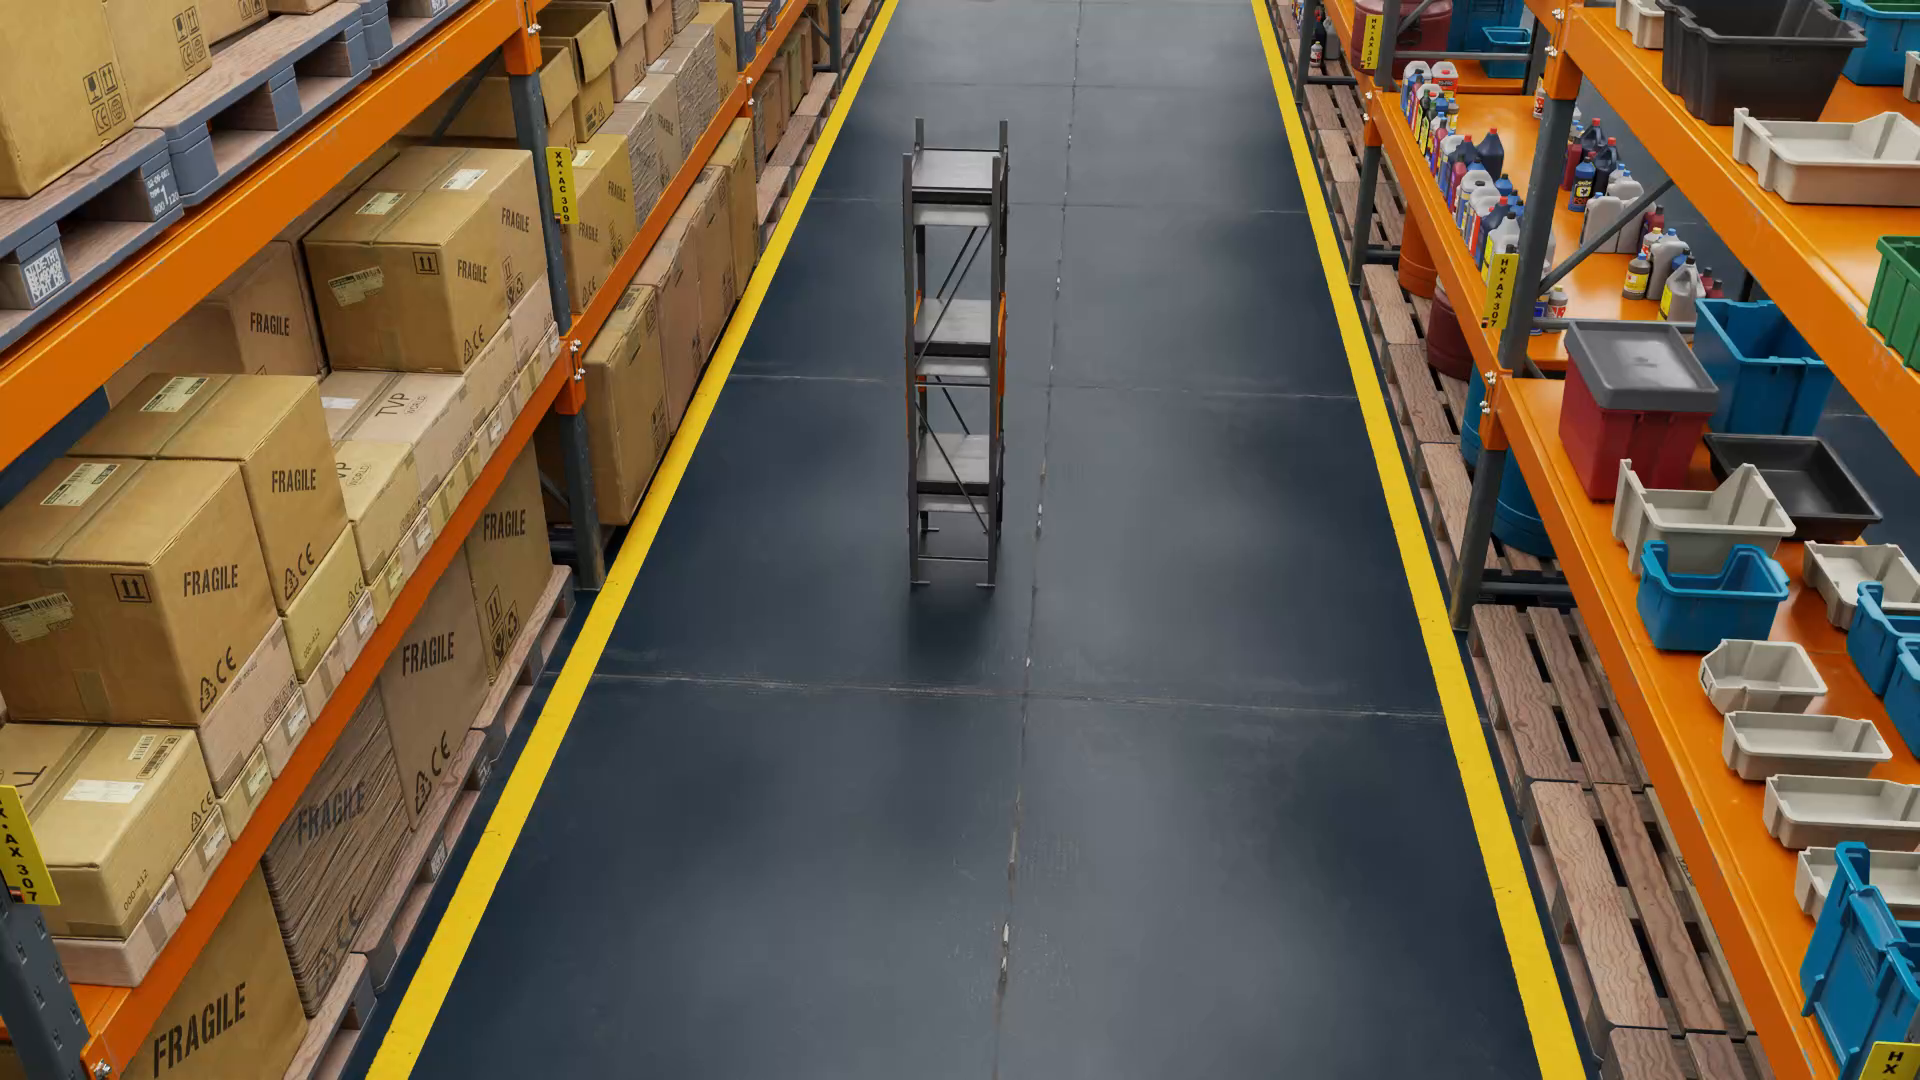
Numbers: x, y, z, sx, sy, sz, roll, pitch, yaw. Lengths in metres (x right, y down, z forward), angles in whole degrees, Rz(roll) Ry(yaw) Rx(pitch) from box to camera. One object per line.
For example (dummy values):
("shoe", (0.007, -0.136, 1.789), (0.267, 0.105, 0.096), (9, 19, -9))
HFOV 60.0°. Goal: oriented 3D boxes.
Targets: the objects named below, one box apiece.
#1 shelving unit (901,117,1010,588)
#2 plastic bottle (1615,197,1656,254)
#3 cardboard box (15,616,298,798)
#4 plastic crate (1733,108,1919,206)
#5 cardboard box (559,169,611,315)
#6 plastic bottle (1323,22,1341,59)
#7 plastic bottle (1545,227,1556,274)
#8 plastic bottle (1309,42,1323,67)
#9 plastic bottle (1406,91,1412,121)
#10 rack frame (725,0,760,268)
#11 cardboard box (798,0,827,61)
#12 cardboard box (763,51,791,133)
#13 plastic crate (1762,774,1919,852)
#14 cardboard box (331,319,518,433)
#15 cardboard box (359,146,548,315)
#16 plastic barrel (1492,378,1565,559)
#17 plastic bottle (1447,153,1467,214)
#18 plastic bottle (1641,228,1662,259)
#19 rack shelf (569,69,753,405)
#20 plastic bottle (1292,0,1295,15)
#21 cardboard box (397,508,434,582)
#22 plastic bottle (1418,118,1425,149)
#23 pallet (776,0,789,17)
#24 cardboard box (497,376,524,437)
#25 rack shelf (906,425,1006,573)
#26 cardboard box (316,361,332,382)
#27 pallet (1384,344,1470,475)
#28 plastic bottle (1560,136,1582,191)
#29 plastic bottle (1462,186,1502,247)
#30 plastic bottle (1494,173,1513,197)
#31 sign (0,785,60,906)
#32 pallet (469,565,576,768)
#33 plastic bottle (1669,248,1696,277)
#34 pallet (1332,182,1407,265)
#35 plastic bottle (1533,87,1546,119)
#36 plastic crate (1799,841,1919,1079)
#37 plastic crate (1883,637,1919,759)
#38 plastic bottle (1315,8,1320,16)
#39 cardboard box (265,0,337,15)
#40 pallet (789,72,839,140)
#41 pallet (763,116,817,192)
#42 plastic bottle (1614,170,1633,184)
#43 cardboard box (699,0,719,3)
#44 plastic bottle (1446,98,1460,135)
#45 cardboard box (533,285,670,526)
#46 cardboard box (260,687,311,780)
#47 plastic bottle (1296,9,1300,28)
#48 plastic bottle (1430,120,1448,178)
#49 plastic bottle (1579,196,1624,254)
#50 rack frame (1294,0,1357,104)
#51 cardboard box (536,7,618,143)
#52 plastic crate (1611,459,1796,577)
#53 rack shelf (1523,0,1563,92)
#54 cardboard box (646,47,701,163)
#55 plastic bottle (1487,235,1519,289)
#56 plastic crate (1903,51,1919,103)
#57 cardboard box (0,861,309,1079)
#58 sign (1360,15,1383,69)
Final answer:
("shelving unit", (-0.013, -0.807, 7.559), (0.431, 2.100, 0.503), (2, 32, 4))
("plastic bottle", (3.237, -1.525, 7.984), (0.152, 0.276, 0.135), (2, 32, 4))
("cardboard box", (-2.174, 0.438, 4.540), (0.500, 0.250, 0.500), (2, 32, 3))
("plastic crate", (2.340, -1.032, 4.458), (0.437, 0.136, 0.530), (2, 32, 4))
("cardboard box", (-1.905, -1.352, 7.490), (0.500, 0.500, 0.500), (3, 32, 4))
("plastic bottle", (3.305, -4.454, 14.724), (0.144, 0.351, 0.185), (2, 32, 4))
("plastic bottle", (2.637, -1.336, 7.605), (0.144, 0.351, 0.185), (2, 32, 4))
("plastic bottle", (3.115, -4.250, 14.536), (0.097, 0.201, 0.097), (0, 32, 0))
("plastic bottle", (2.668, -2.552, 9.722), (0.097, 0.201, 0.097), (0, 32, 0))
("rack frame", (-1.866, -3.171, 10.537), (1.000, 3.000, 0.127), (2, 32, 4))
("cardboard box", (-1.468, -4.585, 14.813), (0.500, 0.500, 0.500), (2, 32, 2))
("cardboard box", (-1.715, -3.525, 13.074), (0.700, 0.500, 0.500), (0, 32, 0))
("plastic crate", (2.343, 0.725, 4.409), (0.396, 0.136, 0.243), (2, 32, 4))
("cardboard box", (-2.006, -0.630, 6.272), (0.500, 0.250, 0.500), (3, 32, 5))
("cardboard box", (-1.963, -1.210, 6.499), (0.500, 0.500, 0.500), (3, 32, 5))
("plastic barrel", (2.806, -0.437, 7.700), (0.600, 0.901, 0.708), (2, 32, 4))
("plastic bottle", (2.528, -1.808, 8.435), (0.061, 0.283, 0.133), (2, 32, 4))
("plastic bottle", (3.244, -1.362, 7.790), (0.097, 0.201, 0.097), (0, 32, 0))
("rack shelf", (-2.029, -1.819, 9.029), (1.077, 0.370, 4.000), (2, 32, 4))
("plastic bottle", (3.255, -5.150, 15.996), (0.097, 0.201, 0.097), (0, 32, 0))
("cardboard box", (-2.016, 0.006, 5.621), (0.380, 0.149, 0.250), (3, 32, 5))
("plastic bottle", (2.628, -2.292, 9.299), (0.097, 0.201, 0.097), (0, 32, 0))
("pallet", (-1.746, -4.127, 12.270), (1.003, 0.211, 1.213), (2, 32, 4))
("cardboard box", (-1.932, -0.531, 6.491), (0.380, 0.149, 0.250), (2, 32, 3))
("rack shelf", (-0.013, -0.200, 7.933), (0.431, 0.518, 0.480), (2, 32, 4))
("cardboard box", (-2.537, -0.648, 6.302), (0.500, 0.250, 0.500), (2, 32, 4))
("pallet", (2.946, -0.722, 9.221), (1.003, 0.211, 1.213), (2, 32, 4))
("plastic bottle", (3.211, -1.992, 8.735), (0.061, 0.283, 0.133), (2, 32, 4))
("plastic bottle", (2.536, -1.560, 8.041), (0.152, 0.276, 0.135), (2, 32, 4))
("plastic bottle", (2.681, -1.684, 8.246), (0.097, 0.271, 0.097), (0, 32, 0))
("sign", (-1.965, 0.636, 3.458), (0.100, 0.325, 0.005), (2, 32, 4))
("pallet", (-2.332, 0.502, 7.235), (1.003, 0.211, 1.213), (2, 32, 4))
("plastic bottle", (3.210, -1.169, 7.410), (0.097, 0.271, 0.097), (0, 32, 0))
("pallet", (3.172, -2.176, 11.580), (1.003, 0.211, 1.213), (2, 32, 4))
("plastic bottle", (3.435, -2.586, 9.776), (0.097, 0.201, 0.097), (0, 32, 0))
("plastic crate", (2.260, 1.000, 3.678), (0.616, 0.435, 0.499), (2, 32, 4))
("plastic crate", (2.874, 0.466, 4.738), (0.416, 0.233, 0.300), (2, 32, 4))
("plastic bottle", (3.203, -4.729, 15.170), (0.144, 0.351, 0.185), (2, 32, 4))
("cardboard box", (-2.244, -1.928, 5.069), (0.700, 0.500, 0.500), (4, 32, 6))
("pallet", (-1.603, -3.669, 14.002), (1.003, 0.211, 1.213), (2, 32, 4))
("pallet", (-1.699, -3.029, 12.964), (1.003, 0.211, 1.213), (2, 32, 4))
("plastic bottle", (3.293, -1.704, 8.279), (0.097, 0.271, 0.097), (0, 32, 0))
("cardboard box", (-1.862, -3.677, 10.862), (0.500, 0.500, 0.500), (-1, 32, -2))
("plastic bottle", (2.801, -2.425, 9.516), (0.097, 0.201, 0.097), (0, 32, 0))
("cardboard box", (-2.160, -0.689, 8.135), (1.225, 0.875, 0.875), (3, 32, 4))
("cardboard box", (-2.100, 0.543, 4.750), (0.380, 0.149, 0.250), (2, 32, 3))
("plastic bottle", (3.219, -4.921, 15.624), (0.097, 0.201, 0.097), (0, 32, 0))
("plastic bottle", (2.573, -2.095, 8.902), (0.061, 0.283, 0.133), (2, 32, 4))
("plastic bottle", (3.086, -1.532, 7.995), (0.152, 0.276, 0.135), (2, 32, 4))
("rack frame", (3.396, -5.051, 13.588), (1.000, 3.000, 0.127), (2, 32, 4))
("cardboard box", (-2.081, -2.242, 7.978), (0.797, 0.503, 0.637), (3, 32, 5))
("plastic crate", (2.437, -0.053, 5.532), (0.437, 0.282, 0.530), (2, 32, 4))
("rack shelf", (2.907, -2.885, 7.898), (1.077, 0.370, 4.000), (2, 32, 4))
("cardboard box", (-1.745, -2.413, 9.211), (0.500, 0.500, 0.500), (1, 32, 2))
("plastic bottle", (2.484, -1.226, 7.499), (0.152, 0.276, 0.135), (2, 32, 4))
("plastic crate", (3.020, -1.352, 4.976), (0.293, 0.136, 0.466), (2, 32, 4))
("cardboard box", (-2.545, 1.400, 4.745), (0.875, 0.875, 0.875), (2, 32, 4))
("sign", (2.521, -3.049, 10.183), (0.100, 0.325, 0.005), (2, 32, 4))
